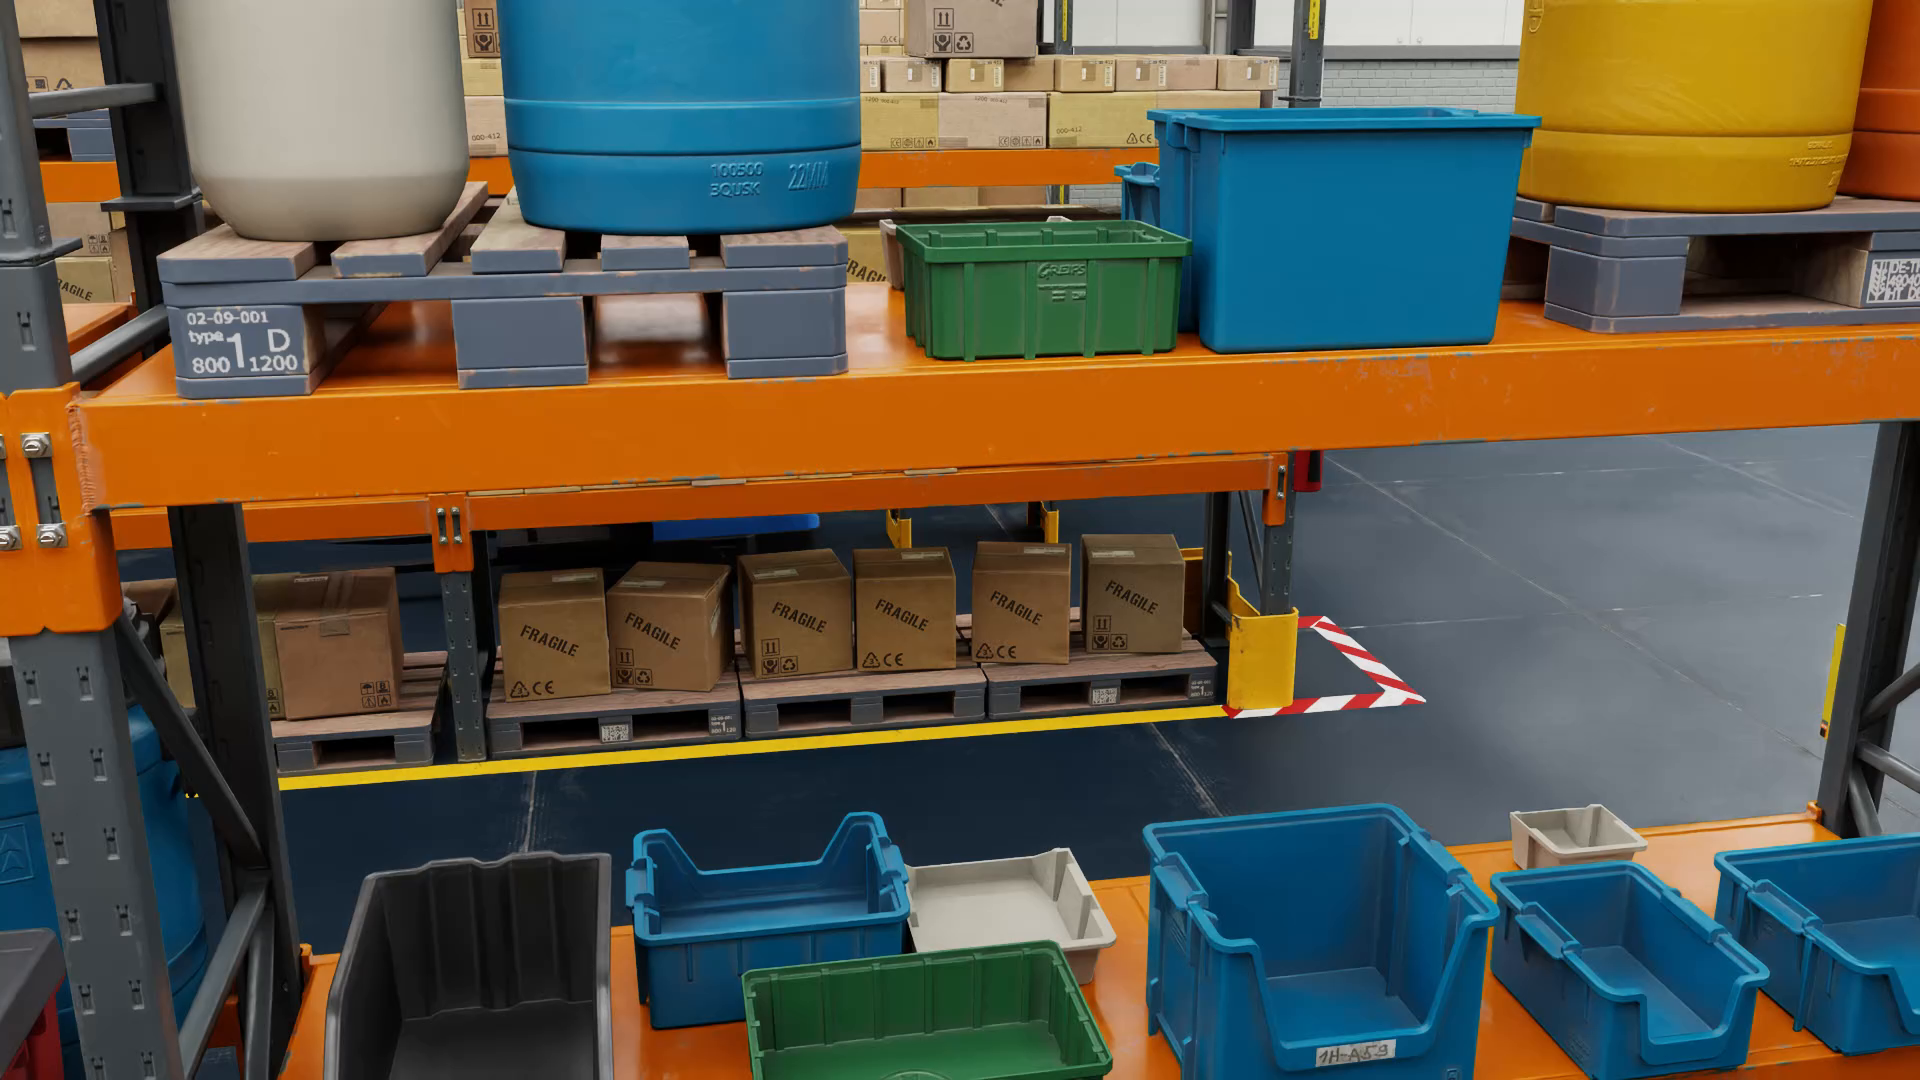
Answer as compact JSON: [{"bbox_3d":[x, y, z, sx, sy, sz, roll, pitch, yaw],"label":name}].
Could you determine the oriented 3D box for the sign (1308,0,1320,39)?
[{"bbox_3d":[1.608,-2.440,7.531,0.005,0.325,0.100,-3,17,-10],"label":"sign"}]

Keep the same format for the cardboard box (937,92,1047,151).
[{"bbox_3d":[0.103,-1.951,7.703,0.500,0.250,0.500,-3,17,-9],"label":"cardboard box"}]

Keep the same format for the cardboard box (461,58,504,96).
[{"bbox_3d":[-2.027,-2.003,7.193,0.250,0.149,0.380,-4,17,-12],"label":"cardboard box"}]

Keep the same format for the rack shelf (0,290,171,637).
[{"bbox_3d":[-3.429,-0.072,2.554,4.000,0.370,1.077,-3,17,-10],"label":"rack shelf"}]

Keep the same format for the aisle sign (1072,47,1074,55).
[{"bbox_3d":[0.807,-3.340,12.649,0.004,0.787,0.394,-3,17,-10],"label":"aisle sign"}]

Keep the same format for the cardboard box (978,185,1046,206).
[{"bbox_3d":[0.309,-2.758,13.088,0.550,0.550,0.875,-3,17,-10],"label":"cardboard box"}]

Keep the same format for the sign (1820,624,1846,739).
[{"bbox_3d":[2.362,0.393,4.453,0.005,0.325,0.100,-3,17,-10],"label":"sign"}]

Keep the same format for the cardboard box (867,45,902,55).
[{"bbox_3d":[-0.581,-3.569,12.256,0.250,0.149,0.380,-3,17,-11],"label":"cardboard box"}]

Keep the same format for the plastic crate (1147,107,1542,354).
[{"bbox_3d":[0.647,-0.550,2.911,0.575,0.384,0.392,-3,17,-10],"label":"plastic crate"}]

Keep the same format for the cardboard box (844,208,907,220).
[{"bbox_3d":[-0.542,-1.376,8.304,0.500,0.500,0.500,-3,17,-10],"label":"cardboard box"}]

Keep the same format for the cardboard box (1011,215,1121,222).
[{"bbox_3d":[0.539,-1.281,7.993,0.500,0.500,0.500,-3,17,-10],"label":"cardboard box"}]

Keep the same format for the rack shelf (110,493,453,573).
[{"bbox_3d":[-4.369,-0.066,7.643,4.000,0.370,1.077,-3,17,-10],"label":"rack shelf"}]

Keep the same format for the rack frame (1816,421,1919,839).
[{"bbox_3d":[2.462,0.684,3.977,0.127,3.000,1.000,-3,17,-10],"label":"rack frame"}]

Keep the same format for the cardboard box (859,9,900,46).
[{"bbox_3d":[-0.731,-3.769,12.230,0.500,0.250,0.500,-3,17,-11],"label":"cardboard box"}]

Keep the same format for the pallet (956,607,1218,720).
[{"bbox_3d":[0.643,0.628,8.907,1.213,0.211,1.003,-3,17,-10],"label":"pallet"}]

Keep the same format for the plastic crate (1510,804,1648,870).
[{"bbox_3d":[1.522,0.767,4.155,0.250,0.136,0.298,-3,17,-10],"label":"plastic crate"}]

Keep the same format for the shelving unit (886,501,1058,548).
[{"bbox_3d":[0.075,-0.721,11.105,1.083,1.500,0.587,-3,17,-10],"label":"shelving unit"}]

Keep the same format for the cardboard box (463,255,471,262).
[{"bbox_3d":[-3.708,-1.898,12.214,0.500,0.500,0.500,-3,17,-11],"label":"cardboard box"}]

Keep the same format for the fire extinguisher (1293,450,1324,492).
[{"bbox_3d":[1.722,-0.581,8.225,0.183,0.674,0.296,-3,17,-10],"label":"fire extinguisher"}]

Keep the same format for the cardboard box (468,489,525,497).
[{"bbox_3d":[-2.137,-0.327,7.694,0.250,0.149,0.380,-3,17,-10],"label":"cardboard box"}]

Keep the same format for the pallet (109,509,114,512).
[{"bbox_3d":[-4.397,-0.329,7.600,1.213,0.211,1.003,-3,17,-10],"label":"pallet"}]

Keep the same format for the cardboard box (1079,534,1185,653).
[{"bbox_3d":[0.906,0.280,8.833,0.500,0.500,0.500,0,17,0],"label":"cardboard box"}]

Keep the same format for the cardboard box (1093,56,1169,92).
[{"bbox_3d":[0.783,-2.164,7.716,0.250,0.149,0.380,-4,18,-13],"label":"cardboard box"}]

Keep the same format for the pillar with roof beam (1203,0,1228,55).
[{"bbox_3d":[4.550,-7.214,19.471,0.400,9.000,9.100,-3,17,-10],"label":"pillar with roof beam"}]

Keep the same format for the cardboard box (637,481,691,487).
[{"bbox_3d":[-1.405,-0.375,7.853,0.250,0.149,0.380,-3,17,-10],"label":"cardboard box"}]

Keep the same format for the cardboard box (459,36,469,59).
[{"bbox_3d":[-4.831,-4.867,16.480,0.500,0.250,0.500,-4,17,-12],"label":"cardboard box"}]

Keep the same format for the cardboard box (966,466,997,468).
[{"bbox_3d":[0.058,-0.474,8.175,0.250,0.149,0.380,-3,17,-10],"label":"cardboard box"}]

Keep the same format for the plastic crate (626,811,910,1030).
[{"bbox_3d":[-0.430,0.838,3.729,0.616,0.251,0.499,-3,17,-10],"label":"plastic crate"}]

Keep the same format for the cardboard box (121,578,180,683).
[{"bbox_3d":[-4.033,0.544,7.941,0.500,0.500,0.700,-5,18,-15],"label":"cardboard box"}]

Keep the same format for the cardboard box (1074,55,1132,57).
[{"bbox_3d":[0.711,-2.312,8.198,0.250,0.149,0.380,-4,17,-11],"label":"cardboard box"}]

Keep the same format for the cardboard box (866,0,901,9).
[{"bbox_3d":[-0.582,-3.950,12.140,0.250,0.149,0.380,-3,17,-10],"label":"cardboard box"}]

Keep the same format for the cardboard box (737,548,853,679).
[{"bbox_3d":[-0.849,0.371,8.538,0.500,0.500,0.500,-5,18,-15],"label":"cardboard box"}]

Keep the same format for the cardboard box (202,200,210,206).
[{"bbox_3d":[-5.230,-2.368,12.040,0.500,0.500,0.700,-3,17,-11],"label":"cardboard box"}]

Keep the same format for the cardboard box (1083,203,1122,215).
[{"bbox_3d":[0.931,-1.460,8.577,0.500,0.500,0.500,-3,17,-10],"label":"cardboard box"}]

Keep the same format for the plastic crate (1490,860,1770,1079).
[{"bbox_3d":[1.389,0.903,3.515,0.408,0.251,0.499,-3,17,-10],"label":"plastic crate"}]

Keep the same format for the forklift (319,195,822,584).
[{"bbox_3d":[-2.454,-1.208,10.252,3.031,2.935,1.130,-5,18,-14],"label":"forklift"}]

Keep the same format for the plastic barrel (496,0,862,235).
[{"bbox_3d":[-0.468,-0.992,2.756,0.708,0.901,0.600,-3,17,-10],"label":"plastic barrel"}]

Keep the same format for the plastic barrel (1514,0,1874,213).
[{"bbox_3d":[1.367,-0.941,3.121,0.600,0.588,0.600,0,17,0],"label":"plastic barrel"}]

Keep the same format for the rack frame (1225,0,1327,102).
[{"bbox_3d":[1.522,-3.612,7.745,0.127,3.000,1.000,-3,17,-10],"label":"rack frame"}]

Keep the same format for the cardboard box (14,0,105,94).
[{"bbox_3d":[-3.810,-2.155,7.219,0.637,0.503,0.797,-3,17,-8],"label":"cardboard box"}]

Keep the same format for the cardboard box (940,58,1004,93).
[{"bbox_3d":[0.030,-2.121,7.576,0.250,0.149,0.380,-4,18,-13],"label":"cardboard box"}]

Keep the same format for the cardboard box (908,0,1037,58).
[{"bbox_3d":[0.049,-2.448,7.535,0.500,0.500,0.500,-3,17,-10],"label":"cardboard box"}]

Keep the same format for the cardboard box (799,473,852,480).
[{"bbox_3d":[-0.667,-0.414,7.978,0.250,0.149,0.380,-3,17,-10],"label":"cardboard box"}]

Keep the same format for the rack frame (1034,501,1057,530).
[{"bbox_3d":[0.583,-0.750,11.199,0.032,1.500,0.500,-3,17,-10],"label":"rack frame"}]

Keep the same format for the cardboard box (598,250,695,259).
[{"bbox_3d":[-1.424,-1.169,7.630,0.500,0.500,0.500,-3,17,-10],"label":"cardboard box"}]

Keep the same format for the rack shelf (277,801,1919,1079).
[{"bbox_3d":[0.498,1.139,3.720,4.000,0.370,1.077,-3,17,-10],"label":"rack shelf"}]
